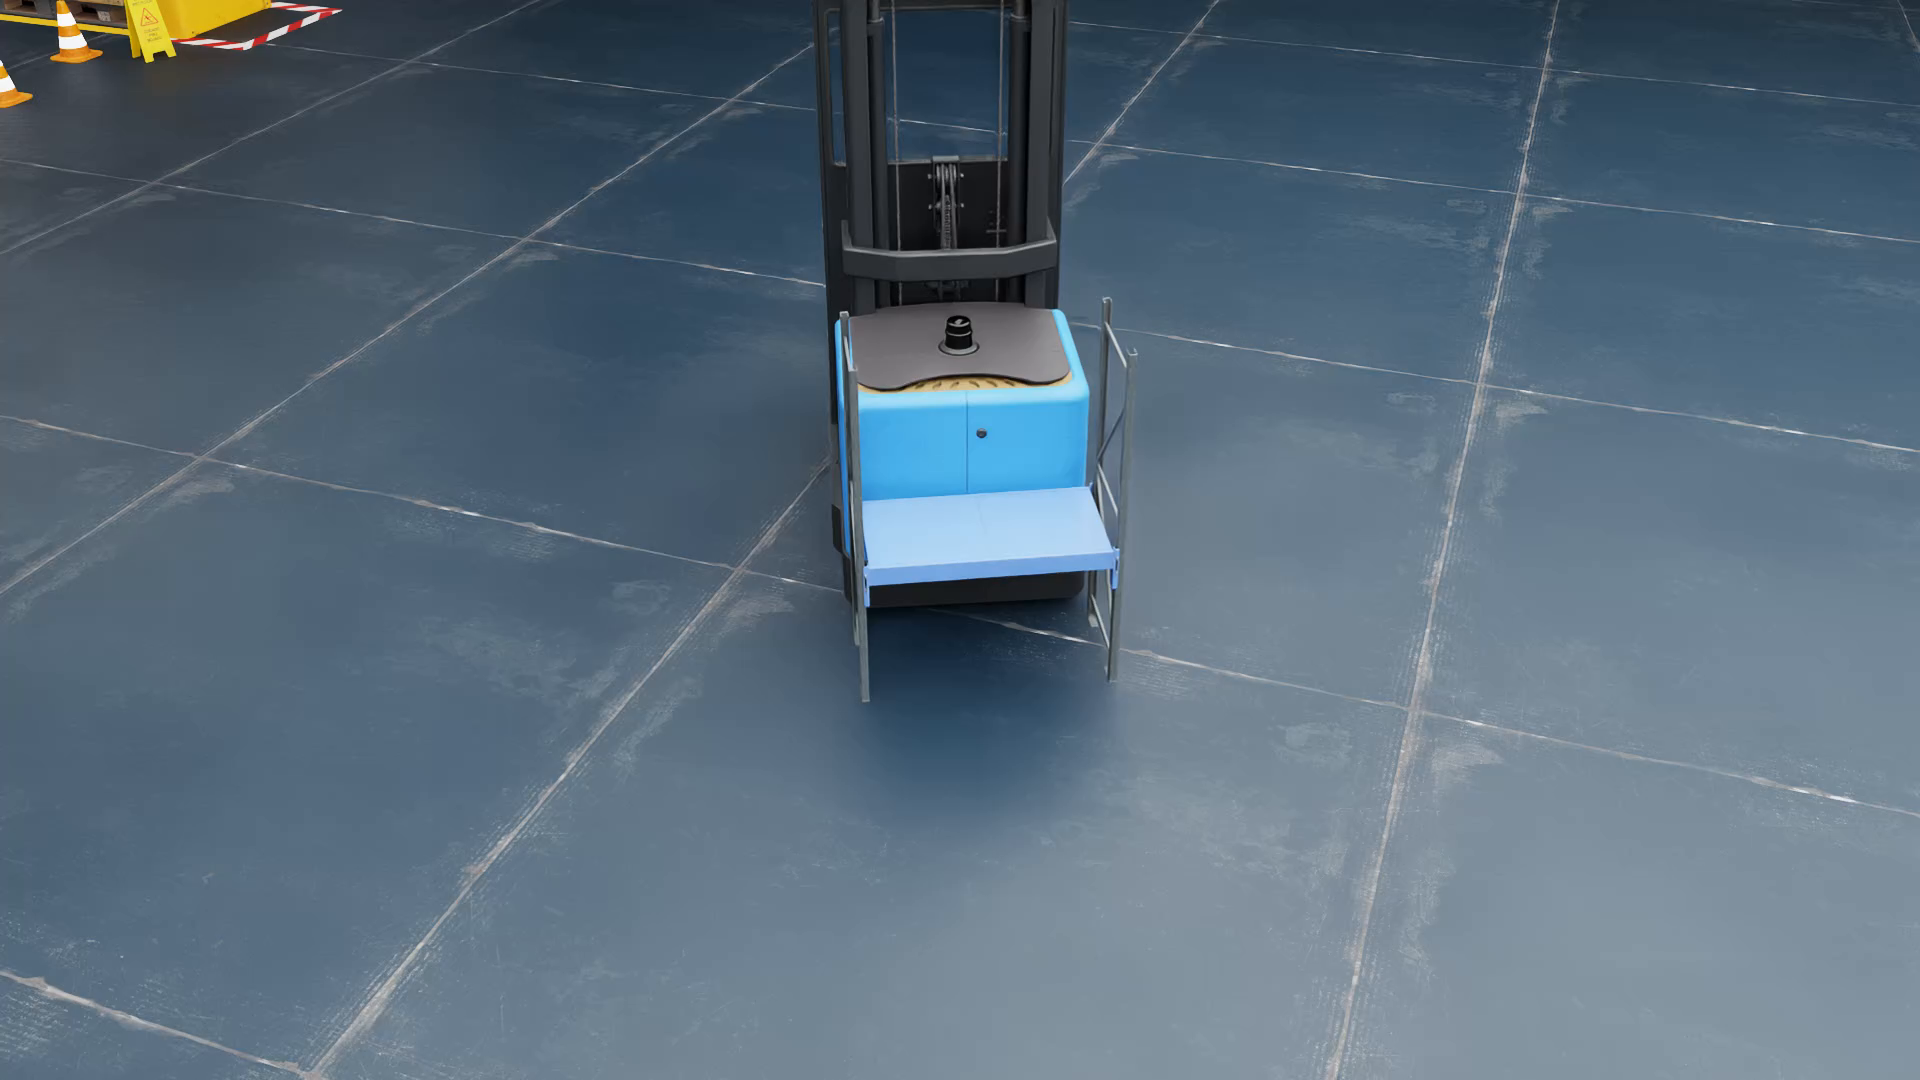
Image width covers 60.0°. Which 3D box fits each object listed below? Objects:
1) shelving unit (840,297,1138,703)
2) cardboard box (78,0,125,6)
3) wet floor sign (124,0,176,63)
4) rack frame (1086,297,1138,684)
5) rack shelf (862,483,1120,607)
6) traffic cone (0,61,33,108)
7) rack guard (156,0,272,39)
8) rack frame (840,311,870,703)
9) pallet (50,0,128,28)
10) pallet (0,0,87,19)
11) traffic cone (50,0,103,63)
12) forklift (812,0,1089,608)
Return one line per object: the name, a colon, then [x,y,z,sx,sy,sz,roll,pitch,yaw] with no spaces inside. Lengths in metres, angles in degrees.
shelving unit: [0.093,-0.140,6.584,1.048,1.500,0.538,-4,33,-6]
cardboard box: [-7.521,-4.975,14.837,0.500,0.250,0.500,11,34,16]
wet floor sign: [-6.828,-4.368,13.921,0.232,0.644,0.267,24,40,32]
rack frame: [0.598,-0.174,6.637,0.032,1.500,0.500,-4,33,-6]
rack shelf: [0.093,0.011,6.681,1.000,0.185,0.538,-4,33,-6]
traffic cone: [-7.541,-3.664,12.998,0.334,0.463,0.336,11,34,16]
rack guard: [-6.718,-4.902,14.882,0.348,0.500,1.175,11,34,16]
rack frame: [-0.411,-0.105,6.530,0.032,1.500,0.500,-4,33,-6]
pallet: [-7.471,-4.948,15.218,1.213,0.211,1.003,11,34,16]
pallet: [-8.615,-5.172,15.565,1.213,0.211,1.003,11,34,16]
traffic cone: [-7.486,-4.293,13.972,0.334,0.463,0.336,11,34,16]
forklift: [-0.106,-1.715,7.704,1.130,2.935,3.031,-3,33,-4]
